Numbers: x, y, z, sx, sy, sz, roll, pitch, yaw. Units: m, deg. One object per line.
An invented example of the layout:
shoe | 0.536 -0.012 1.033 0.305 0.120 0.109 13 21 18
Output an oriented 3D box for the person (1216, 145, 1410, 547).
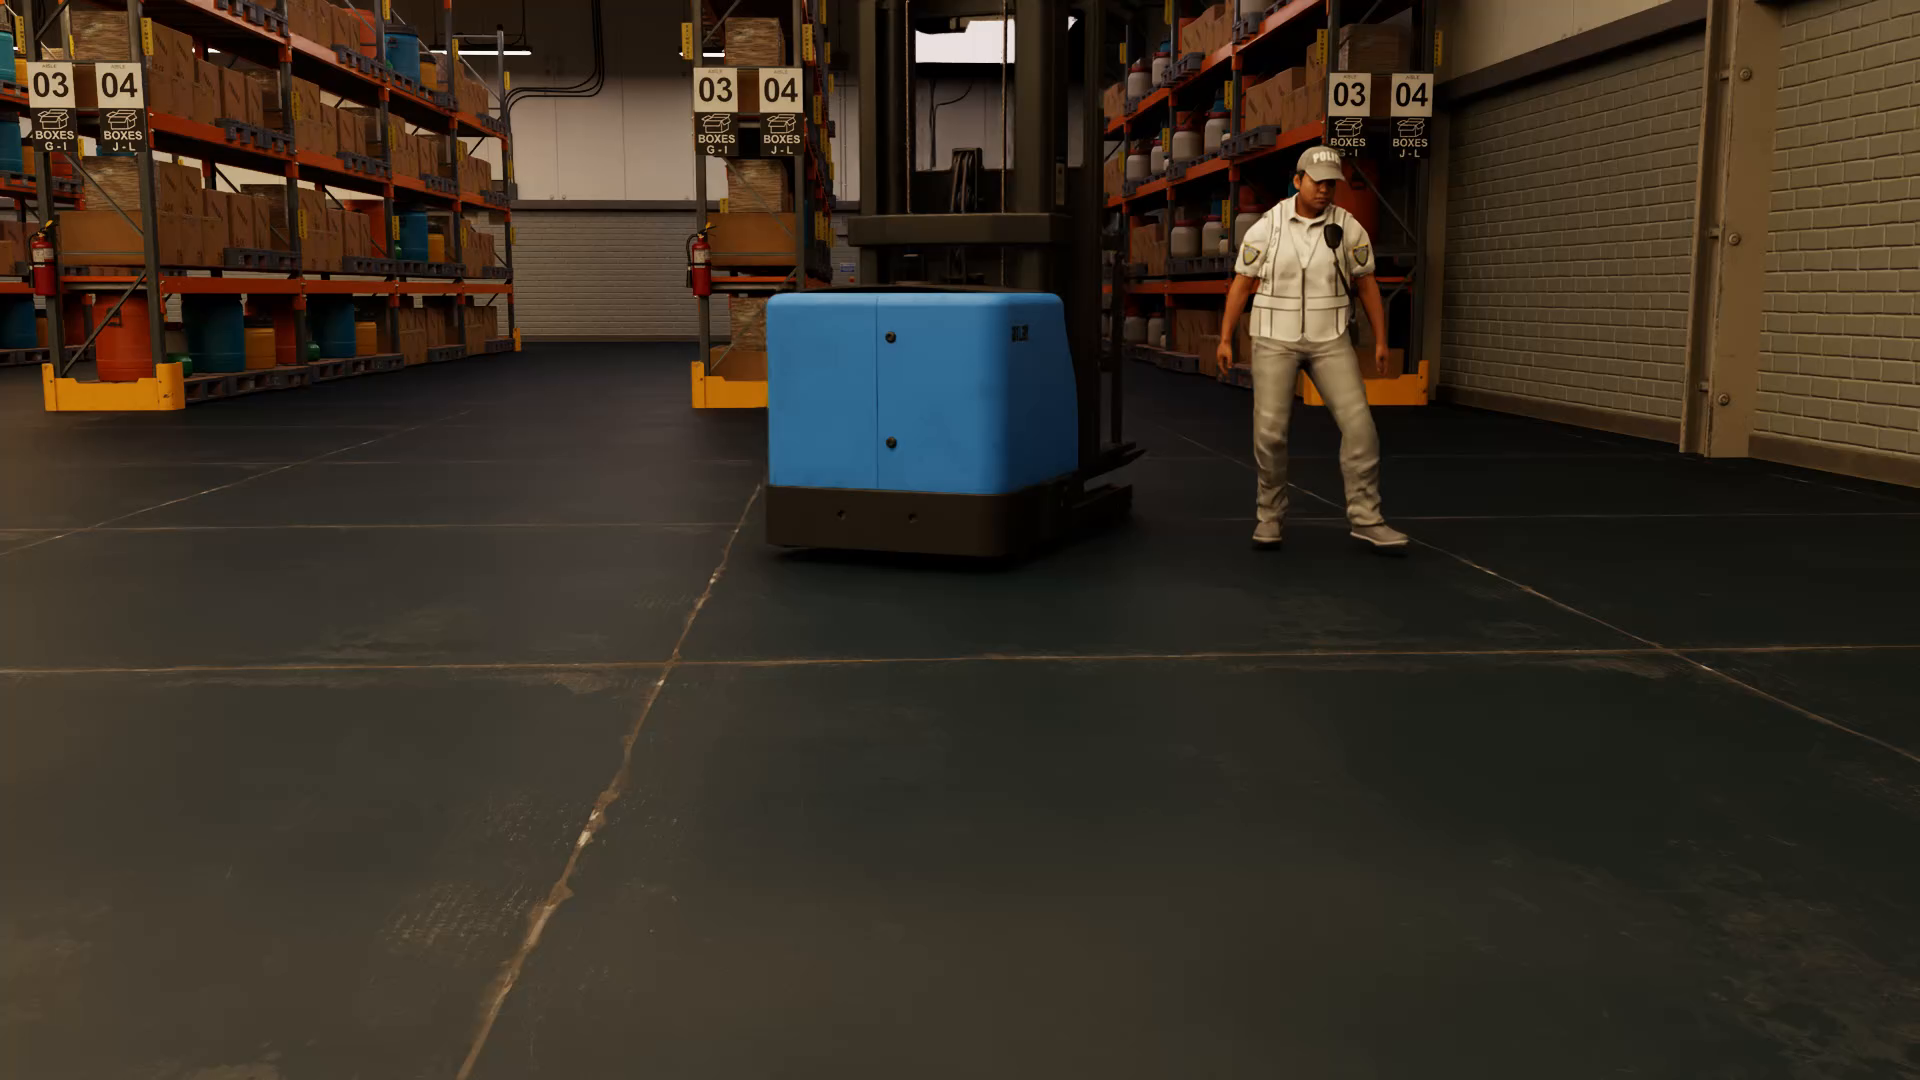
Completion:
person | 1.474 -0.799 6.910 0.809 1.635 0.470 1 9 9

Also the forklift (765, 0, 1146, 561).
forklift | 0.193 -1.544 7.728 1.130 2.935 3.031 3 9 20
